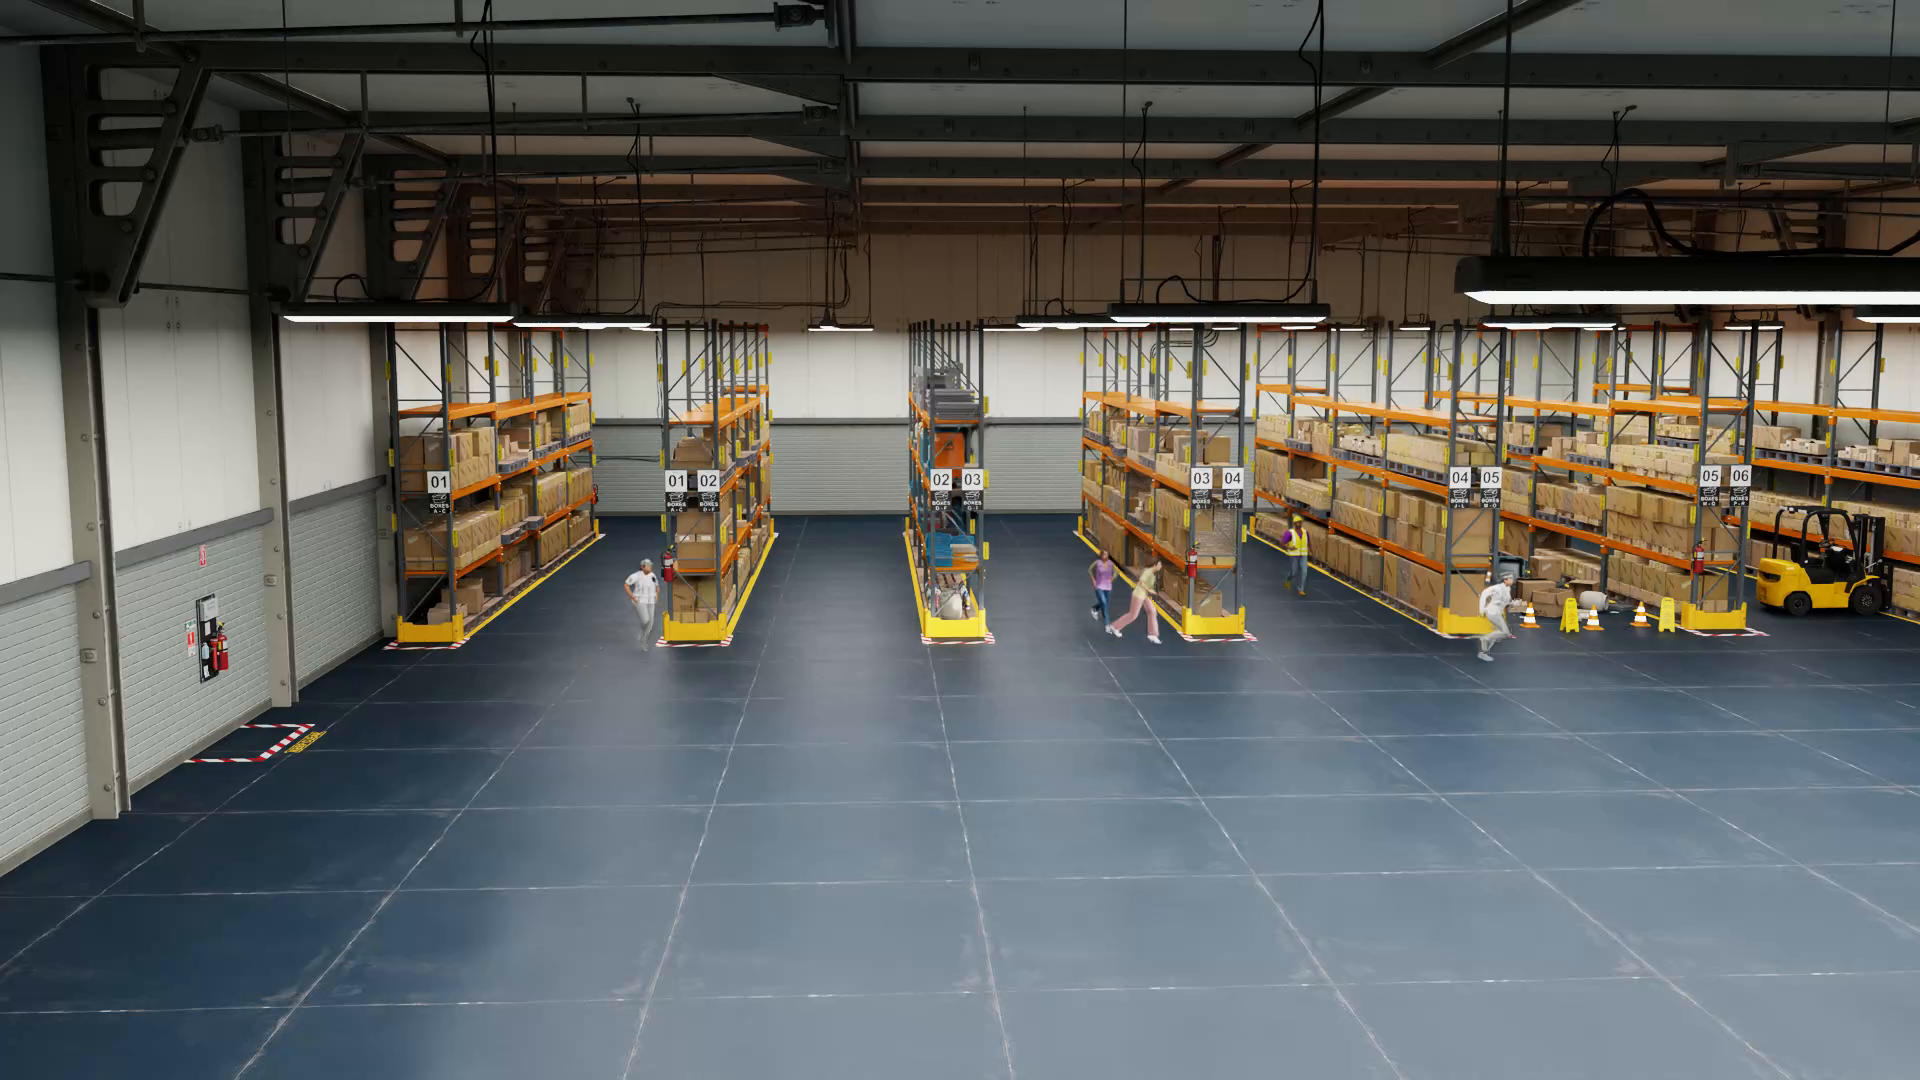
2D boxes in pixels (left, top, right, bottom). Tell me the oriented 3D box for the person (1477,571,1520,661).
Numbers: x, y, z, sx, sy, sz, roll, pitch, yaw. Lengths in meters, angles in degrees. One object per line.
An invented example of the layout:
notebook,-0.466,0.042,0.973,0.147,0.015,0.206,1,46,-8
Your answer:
person,9.472,1.327,29.216,0.692,1.611,0.602,5,8,34

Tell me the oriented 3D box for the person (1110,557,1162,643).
person,3.300,1.118,31.085,1.005,1.626,0.614,2,7,12

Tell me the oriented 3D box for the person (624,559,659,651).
person,-5.737,1.178,30.314,0.620,1.666,0.648,-6,9,-41

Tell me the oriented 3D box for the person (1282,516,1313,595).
person,7.449,0.340,36.691,0.714,1.733,0.791,-1,7,-11

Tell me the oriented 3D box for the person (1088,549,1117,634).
person,2.777,0.908,32.298,0.495,1.505,1.017,-3,8,-22
